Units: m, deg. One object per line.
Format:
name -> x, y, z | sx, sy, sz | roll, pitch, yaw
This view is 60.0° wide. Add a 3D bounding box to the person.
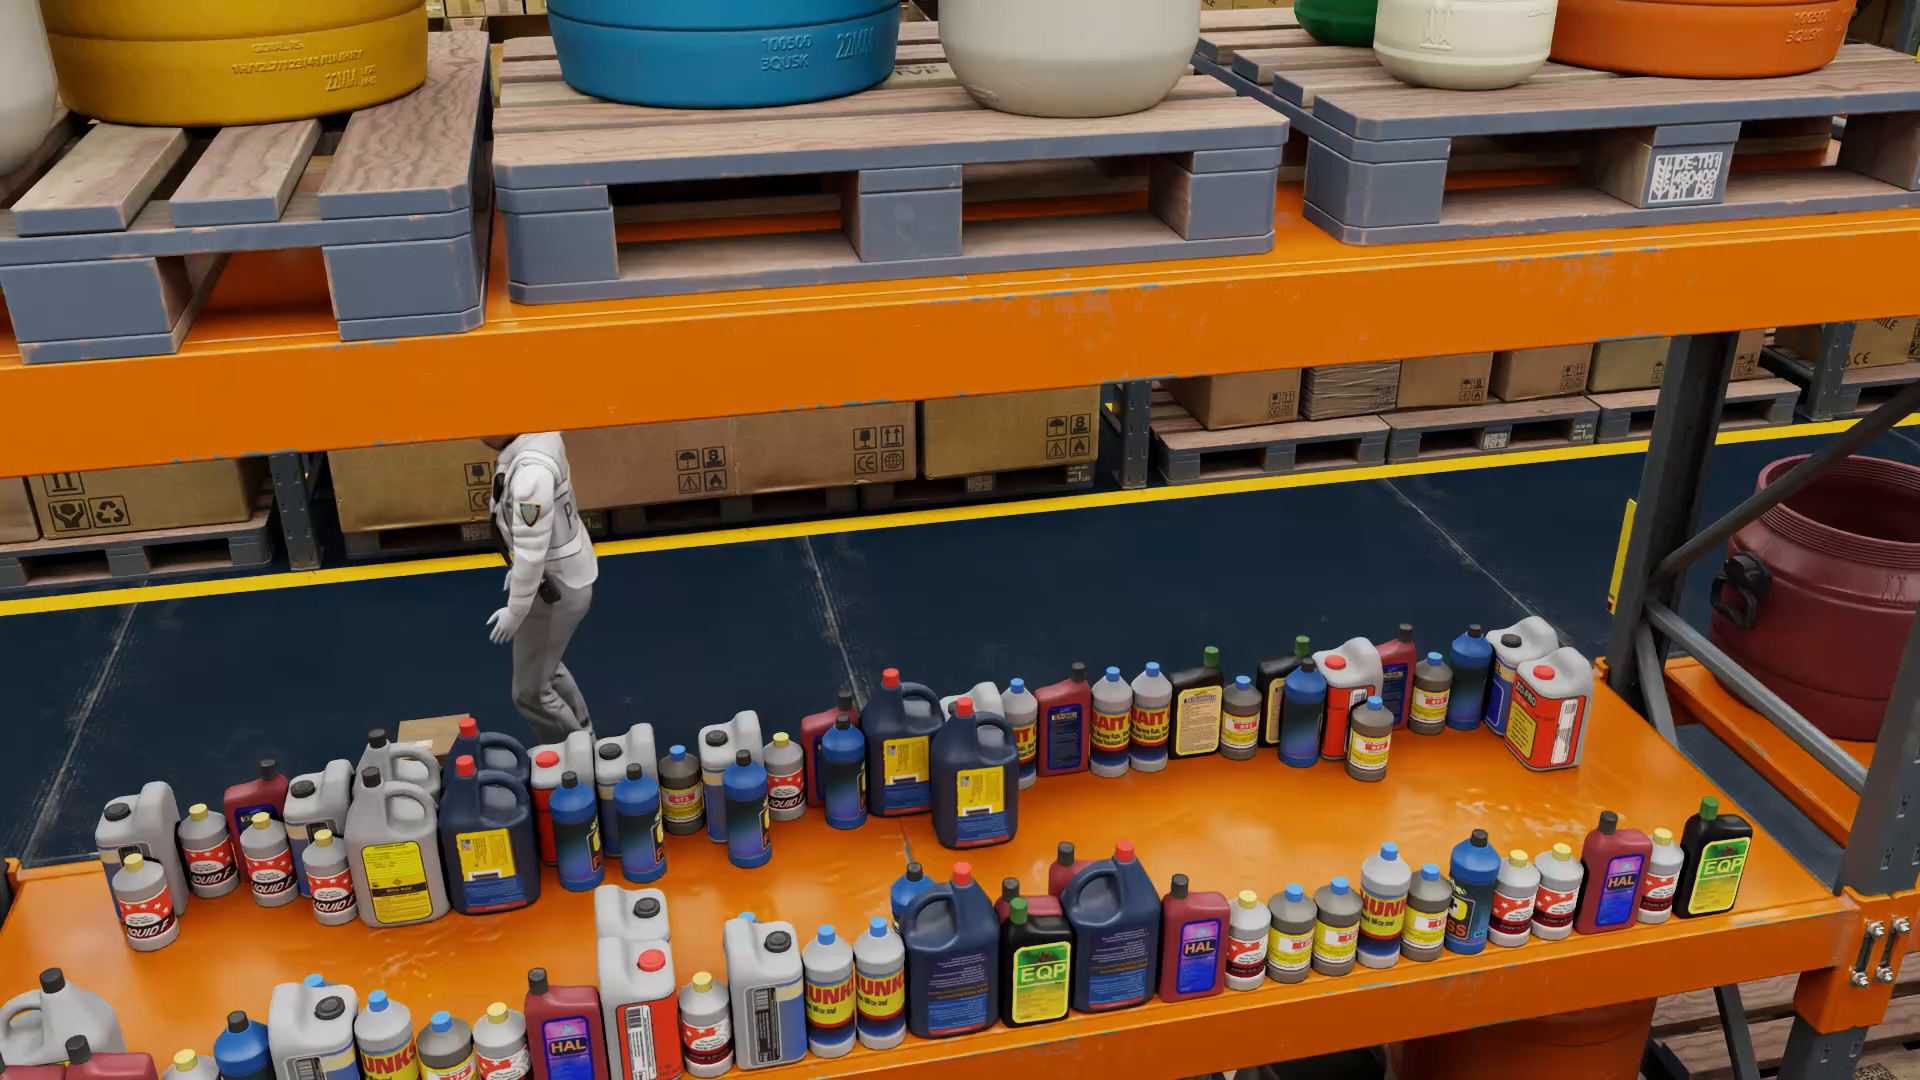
person -> -1.480, 0.171, 5.826 | 0.428, 1.635, 0.496 | -5, 27, -10
